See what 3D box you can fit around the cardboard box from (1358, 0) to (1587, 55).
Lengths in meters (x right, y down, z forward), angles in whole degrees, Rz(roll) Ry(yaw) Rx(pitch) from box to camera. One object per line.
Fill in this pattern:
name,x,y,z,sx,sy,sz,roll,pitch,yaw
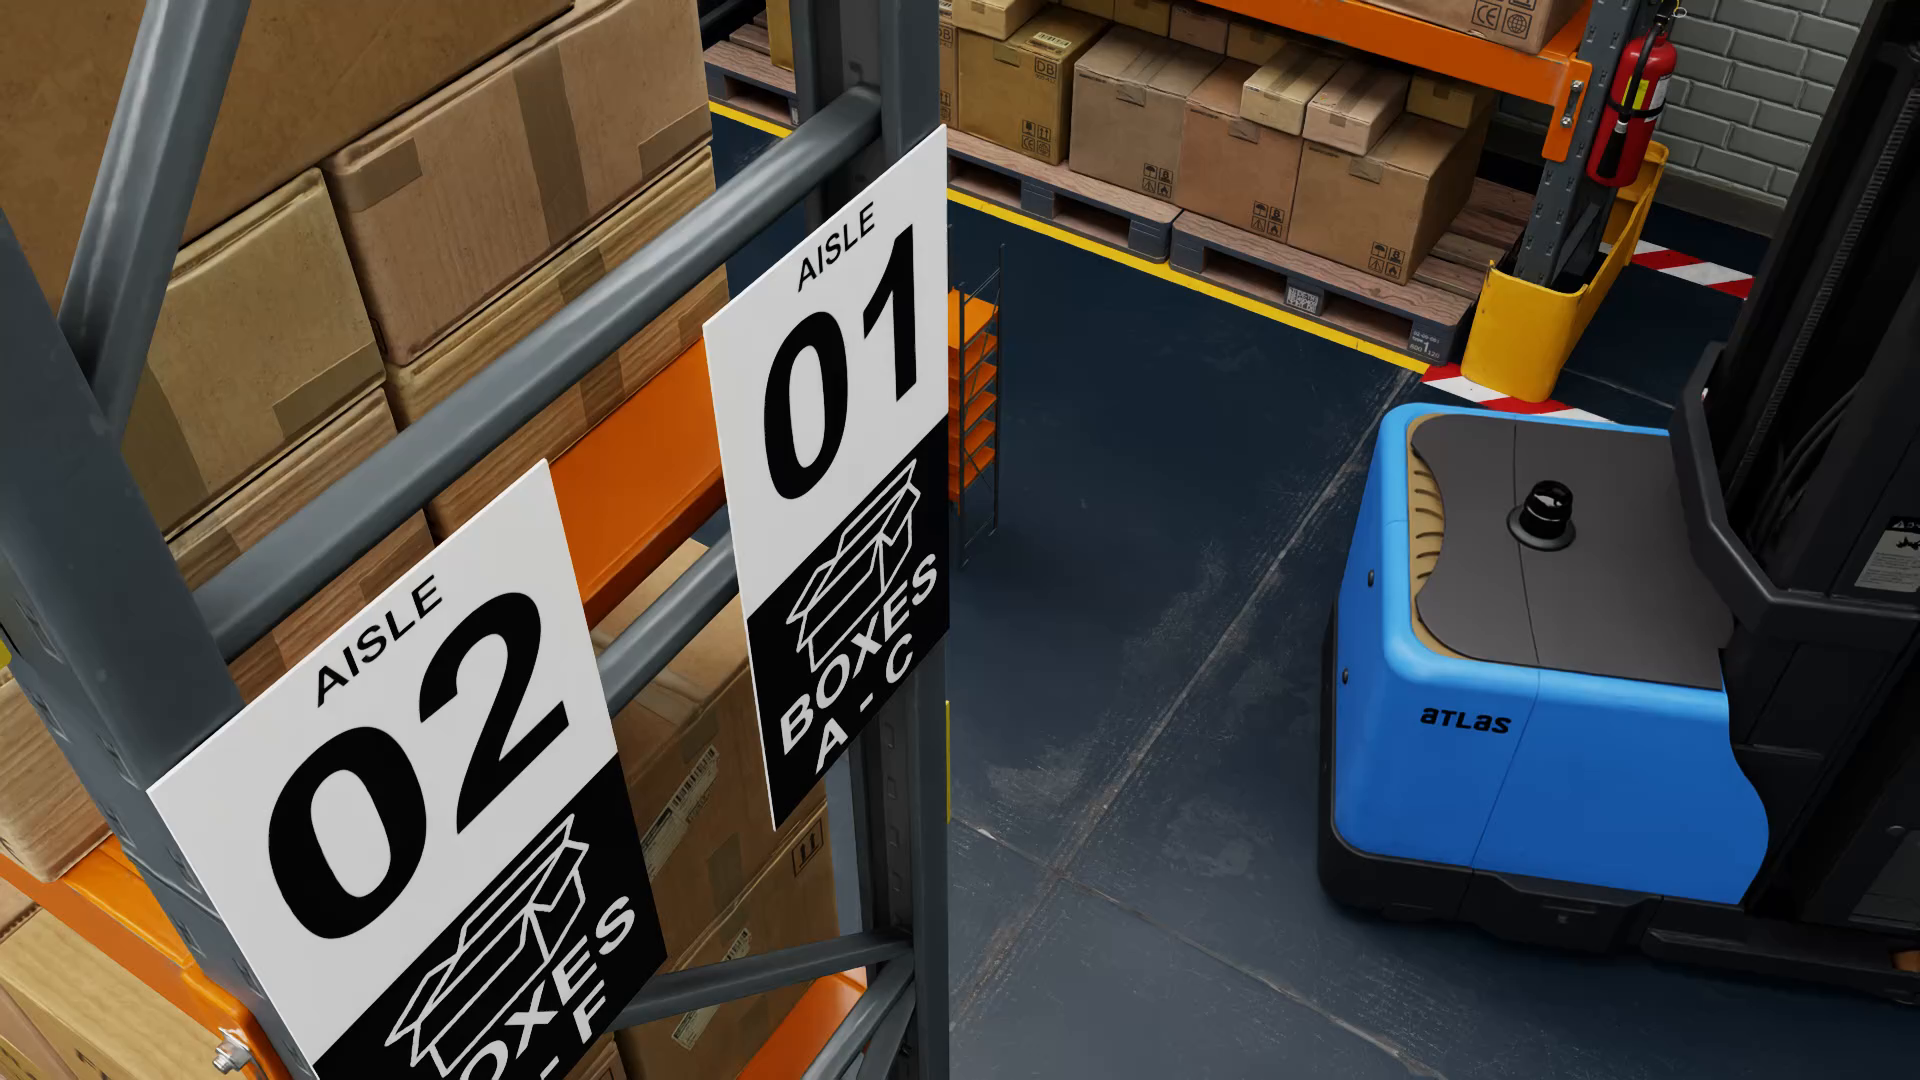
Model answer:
cardboard box,1.899,-2.266,5.651,0.700,0.700,0.980,27,52,24

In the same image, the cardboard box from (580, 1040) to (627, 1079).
cardboard box,-0.862,0.978,2.639,0.500,0.500,0.500,26,51,23

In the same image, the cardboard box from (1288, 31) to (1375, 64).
cardboard box,1.476,-1.950,6.551,0.250,0.149,0.380,25,51,22

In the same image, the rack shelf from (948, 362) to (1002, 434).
rack shelf,-0.012,-0.476,5.271,0.180,0.103,0.258,25,51,22

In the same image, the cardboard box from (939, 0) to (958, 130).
cardboard box,-0.039,-2.246,7.291,0.500,0.500,0.700,24,51,22

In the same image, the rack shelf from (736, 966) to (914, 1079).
rack shelf,-2.021,0.498,3.676,4.000,0.370,1.077,25,51,22

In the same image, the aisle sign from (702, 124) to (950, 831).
aisle sign,-0.122,-0.035,1.880,0.004,0.787,0.394,25,51,22

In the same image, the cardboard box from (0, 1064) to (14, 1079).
cardboard box,-1.718,0.582,3.023,0.500,0.500,0.500,25,51,22

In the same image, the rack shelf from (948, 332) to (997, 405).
rack shelf,-0.012,-0.560,5.185,0.180,0.103,0.258,25,51,22

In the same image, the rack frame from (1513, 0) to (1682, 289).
rack frame,2.333,-1.970,5.573,0.127,3.000,1.000,25,51,22

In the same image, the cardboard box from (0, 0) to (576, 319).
cardboard box,-0.779,-0.596,1.379,0.500,0.500,0.700,25,51,22

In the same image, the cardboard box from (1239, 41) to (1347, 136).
cardboard box,1.268,-1.720,6.328,0.250,0.149,0.380,26,51,23

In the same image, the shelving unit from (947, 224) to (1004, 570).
shelving unit,-0.012,-0.424,5.325,0.189,1.200,0.258,25,51,22

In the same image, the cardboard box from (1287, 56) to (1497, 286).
cardboard box,1.690,-1.456,6.524,0.500,0.500,0.700,25,51,22

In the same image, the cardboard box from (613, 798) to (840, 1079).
cardboard box,-0.569,0.656,2.952,0.500,0.500,0.500,26,51,23

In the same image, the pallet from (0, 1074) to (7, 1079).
pallet,-2.096,1.183,4.453,1.213,0.211,1.003,25,51,22

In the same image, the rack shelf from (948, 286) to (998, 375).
rack shelf,-0.012,-0.644,5.099,0.180,0.103,0.258,25,51,22

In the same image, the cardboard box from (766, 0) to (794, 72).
cardboard box,-0.460,-2.443,7.482,0.500,0.500,0.700,25,51,23

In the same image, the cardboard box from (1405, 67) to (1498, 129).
cardboard box,1.903,-1.755,6.361,0.250,0.149,0.380,25,51,22

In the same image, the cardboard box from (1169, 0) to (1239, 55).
cardboard box,1.051,-2.145,6.741,0.250,0.149,0.380,25,51,23

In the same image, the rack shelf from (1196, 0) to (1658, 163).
rack shelf,0.650,-2.494,6.584,4.000,0.370,1.077,25,51,22

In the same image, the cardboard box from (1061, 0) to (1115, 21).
cardboard box,0.622,-2.343,6.933,0.250,0.149,0.380,24,50,21

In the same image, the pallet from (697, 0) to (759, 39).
pallet,-1.724,-2.800,8.324,1.213,0.211,1.003,25,51,22

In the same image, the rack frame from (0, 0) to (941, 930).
rack frame,-0.338,-1.069,0.514,0.127,3.000,1.000,25,51,22

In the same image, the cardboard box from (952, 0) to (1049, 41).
cardboard box,0.170,-2.224,6.818,0.250,0.149,0.380,23,50,21

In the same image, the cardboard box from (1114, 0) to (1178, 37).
cardboard box,0.835,-2.244,6.837,0.250,0.149,0.380,25,51,22

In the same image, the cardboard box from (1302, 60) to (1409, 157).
cardboard box,1.484,-1.622,6.232,0.250,0.149,0.380,24,51,22

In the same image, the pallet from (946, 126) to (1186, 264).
pallet,0.595,-1.734,7.288,1.213,0.211,1.003,25,51,22

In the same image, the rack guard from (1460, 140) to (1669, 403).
rack guard,2.353,-1.090,6.460,0.348,0.500,1.175,25,51,22

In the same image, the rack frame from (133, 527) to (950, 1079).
rack frame,-0.338,1.022,2.666,0.127,3.000,1.000,25,51,22

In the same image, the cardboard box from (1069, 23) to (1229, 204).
cardboard box,0.845,-1.844,6.901,0.500,0.500,0.700,23,50,21

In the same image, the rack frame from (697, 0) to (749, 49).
rack frame,-1.034,-3.519,7.078,0.127,3.000,1.000,25,51,22

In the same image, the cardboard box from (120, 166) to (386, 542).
cardboard box,-0.908,-0.191,1.508,0.500,0.250,0.500,25,51,22

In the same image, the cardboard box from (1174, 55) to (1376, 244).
cardboard box,1.269,-1.650,6.712,0.500,0.500,0.700,25,51,22

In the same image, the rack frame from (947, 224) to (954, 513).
rack frame,-0.089,-0.459,5.360,0.006,1.200,0.240,25,51,22

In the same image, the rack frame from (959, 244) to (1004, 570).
rack frame,0.065,-0.388,5.291,0.006,1.200,0.240,25,51,22

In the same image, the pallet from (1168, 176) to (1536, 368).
pallet,1.618,-1.261,6.828,1.213,0.211,1.003,25,51,22

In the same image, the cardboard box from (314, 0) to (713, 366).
cardboard box,-0.630,-0.502,1.810,0.500,0.250,0.500,25,51,22

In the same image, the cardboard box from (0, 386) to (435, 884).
cardboard box,-0.913,-0.011,1.682,0.500,0.250,0.500,25,51,22

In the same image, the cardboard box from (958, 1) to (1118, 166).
cardboard box,0.392,-2.046,7.097,0.500,0.500,0.700,26,51,23

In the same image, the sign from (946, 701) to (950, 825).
sign,-0.045,0.392,2.674,0.005,0.325,0.100,25,51,22

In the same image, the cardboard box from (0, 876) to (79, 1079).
cardboard box,-1.287,0.437,2.467,0.500,0.500,0.500,26,51,23

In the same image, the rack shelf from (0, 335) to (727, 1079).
rack shelf,-2.021,-0.547,2.600,4.000,0.370,1.077,25,51,22

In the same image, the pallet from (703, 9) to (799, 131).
pallet,-0.436,-2.206,7.746,1.213,0.211,1.003,25,51,22

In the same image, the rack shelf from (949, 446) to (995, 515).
rack shelf,-0.012,-0.226,5.529,0.180,0.103,0.258,25,51,22

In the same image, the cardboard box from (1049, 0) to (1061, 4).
cardboard box,0.404,-2.442,7.029,0.250,0.149,0.380,25,51,22

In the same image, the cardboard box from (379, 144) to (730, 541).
cardboard box,-0.633,-0.324,1.986,0.500,0.250,0.500,25,51,22

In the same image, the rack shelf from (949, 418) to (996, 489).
rack shelf,-0.012,-0.309,5.443,0.180,0.103,0.258,25,51,22

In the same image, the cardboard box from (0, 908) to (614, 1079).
cardboard box,-0.861,0.632,2.277,0.500,0.500,0.500,24,51,22

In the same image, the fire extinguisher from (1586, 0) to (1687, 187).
fire extinguisher,2.211,-1.476,5.407,0.183,0.674,0.296,25,51,22

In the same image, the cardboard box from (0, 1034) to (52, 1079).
cardboard box,-1.300,0.779,2.832,0.500,0.500,0.500,25,51,22

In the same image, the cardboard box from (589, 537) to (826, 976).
cardboard box,-0.569,0.307,2.593,0.500,0.500,0.500,26,51,23

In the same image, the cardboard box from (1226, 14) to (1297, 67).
cardboard box,1.266,-2.047,6.646,0.250,0.149,0.380,25,51,22

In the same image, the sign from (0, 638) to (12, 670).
sign,-0.654,-0.005,0.954,0.005,0.325,0.100,25,51,22

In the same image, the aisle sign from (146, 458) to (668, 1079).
aisle sign,-0.446,0.327,1.528,0.004,0.787,0.394,25,51,22

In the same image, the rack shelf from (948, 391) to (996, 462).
rack shelf,-0.012,-0.393,5.357,0.180,0.103,0.258,25,51,22

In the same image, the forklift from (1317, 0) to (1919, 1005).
forklift,2.581,-0.149,3.851,3.031,2.935,1.130,7,46,7
